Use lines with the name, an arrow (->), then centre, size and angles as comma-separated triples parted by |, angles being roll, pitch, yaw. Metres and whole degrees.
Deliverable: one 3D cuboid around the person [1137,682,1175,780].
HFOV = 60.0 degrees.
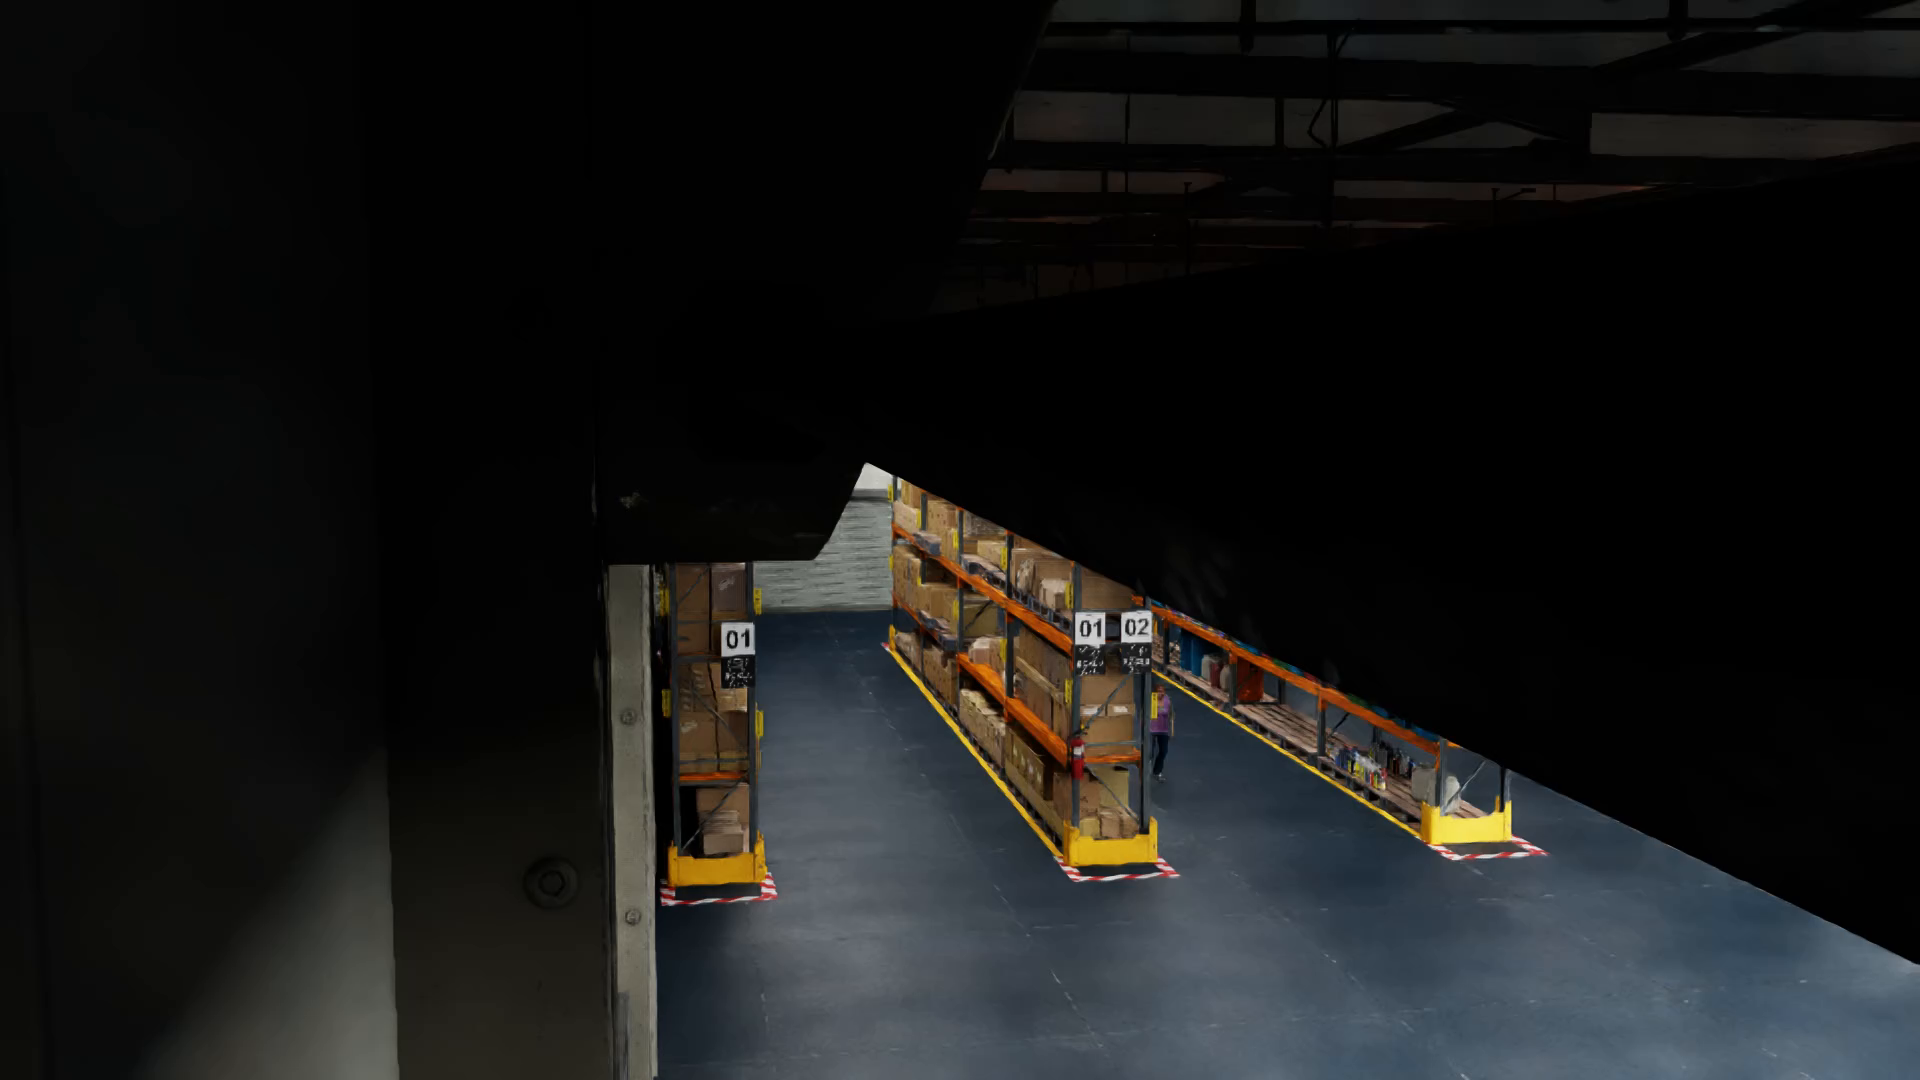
person -> 2.945, 2.872, 25.002 | 0.566, 1.541, 0.519 | -1, 6, -13
